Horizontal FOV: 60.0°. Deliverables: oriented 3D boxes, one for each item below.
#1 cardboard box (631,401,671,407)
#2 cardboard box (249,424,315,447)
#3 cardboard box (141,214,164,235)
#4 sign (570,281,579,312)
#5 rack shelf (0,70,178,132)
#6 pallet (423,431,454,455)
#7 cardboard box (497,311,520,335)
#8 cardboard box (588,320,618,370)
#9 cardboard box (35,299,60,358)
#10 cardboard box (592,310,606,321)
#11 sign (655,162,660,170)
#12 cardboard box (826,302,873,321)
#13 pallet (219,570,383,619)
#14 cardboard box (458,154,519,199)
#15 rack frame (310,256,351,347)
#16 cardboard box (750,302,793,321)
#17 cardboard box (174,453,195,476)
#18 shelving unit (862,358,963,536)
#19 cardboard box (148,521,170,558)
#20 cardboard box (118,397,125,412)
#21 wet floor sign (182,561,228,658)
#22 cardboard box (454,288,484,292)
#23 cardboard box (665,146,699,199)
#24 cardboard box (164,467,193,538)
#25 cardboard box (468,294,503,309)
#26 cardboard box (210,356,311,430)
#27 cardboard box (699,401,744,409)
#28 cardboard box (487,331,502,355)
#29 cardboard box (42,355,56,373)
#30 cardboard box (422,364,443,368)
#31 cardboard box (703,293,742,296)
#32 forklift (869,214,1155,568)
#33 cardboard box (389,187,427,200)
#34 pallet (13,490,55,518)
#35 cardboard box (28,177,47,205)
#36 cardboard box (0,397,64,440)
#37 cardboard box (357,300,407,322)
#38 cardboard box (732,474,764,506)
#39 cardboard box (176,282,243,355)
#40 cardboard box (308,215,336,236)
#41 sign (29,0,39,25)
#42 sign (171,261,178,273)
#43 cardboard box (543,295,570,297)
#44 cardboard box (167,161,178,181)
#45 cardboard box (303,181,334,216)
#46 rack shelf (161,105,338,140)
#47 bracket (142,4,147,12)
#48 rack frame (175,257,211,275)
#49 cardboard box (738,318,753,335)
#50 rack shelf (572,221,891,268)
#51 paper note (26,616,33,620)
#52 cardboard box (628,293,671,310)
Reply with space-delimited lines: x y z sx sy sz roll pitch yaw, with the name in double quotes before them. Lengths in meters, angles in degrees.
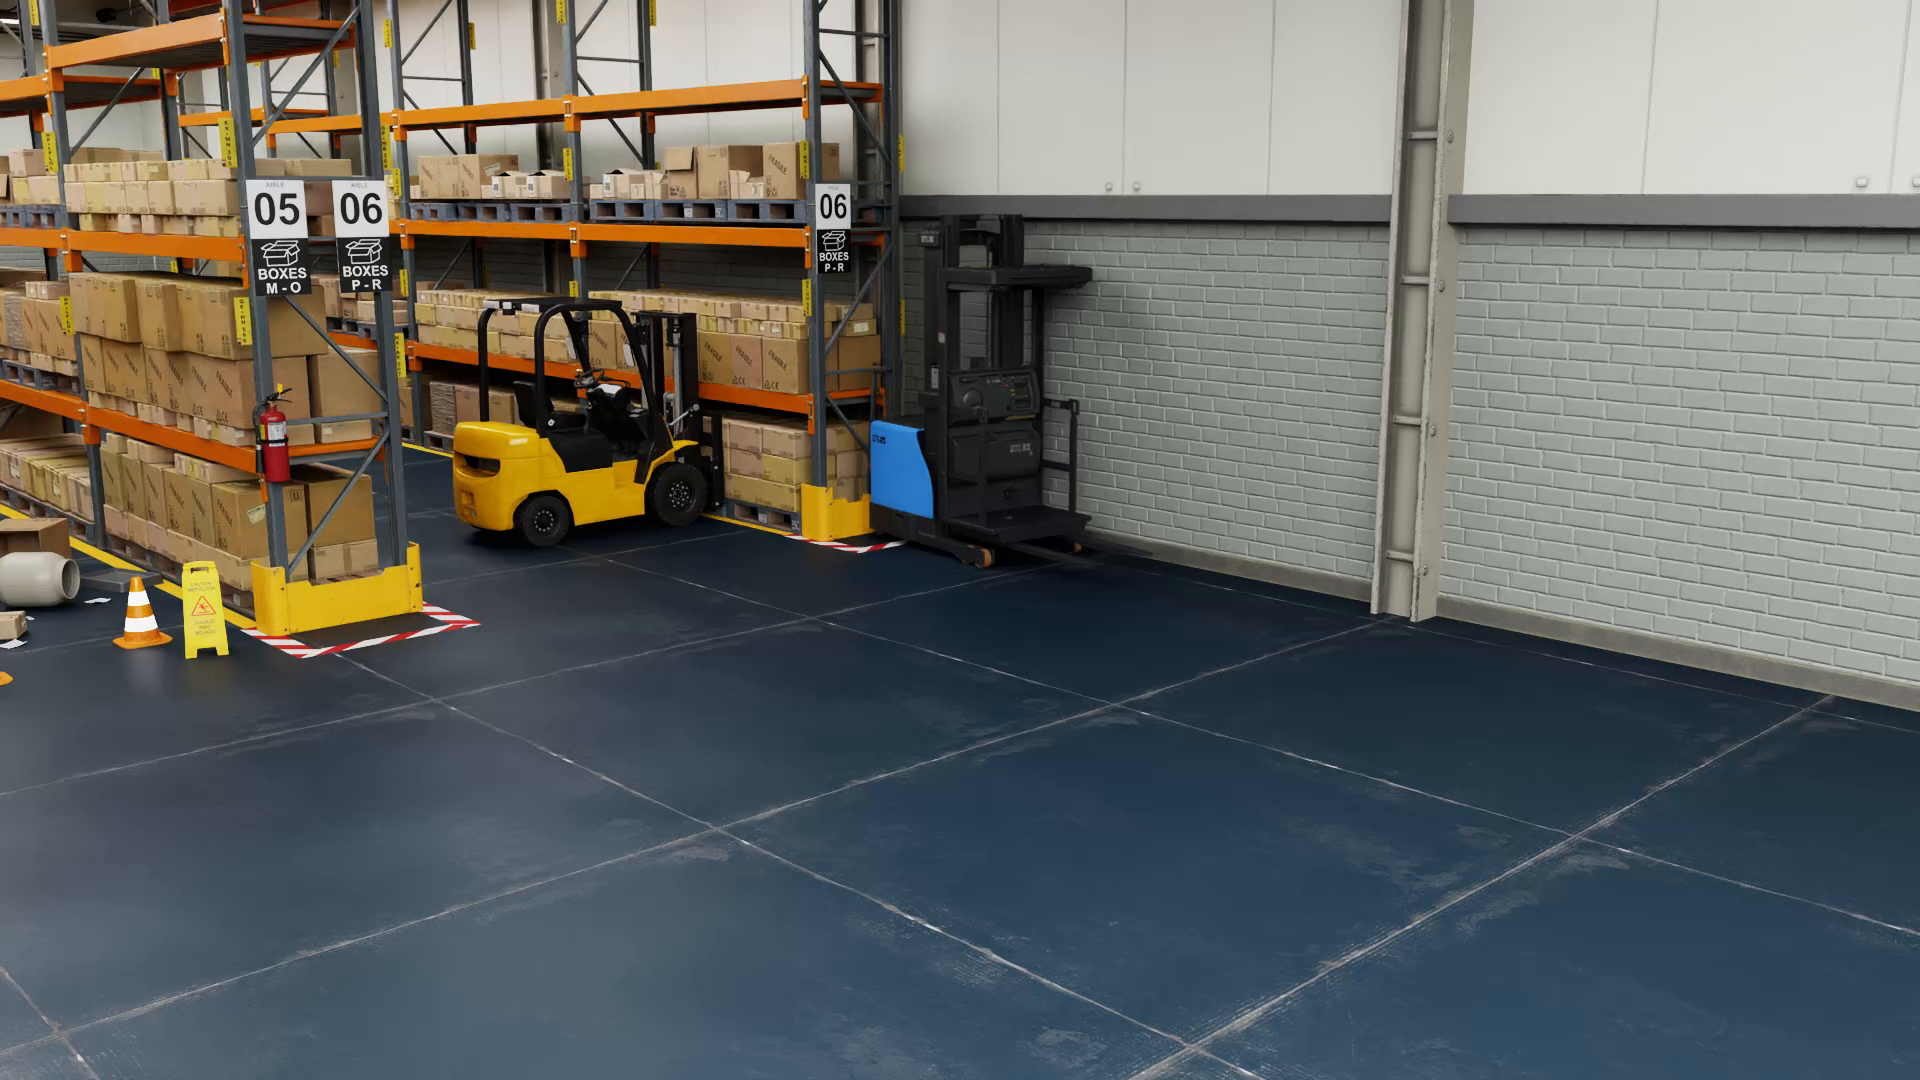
"cardboard box" -3.274 -1.303 17.437 0.500 0.250 0.500 -11 16 -42
"cardboard box" -4.965 -0.770 12.179 0.380 0.149 0.250 -10 15 -41
"cardboard box" -6.094 -2.446 12.877 0.380 0.149 0.250 -11 16 -43
"sign" -4.113 -2.596 17.744 0.100 0.325 0.005 -11 16 -43
"rack shelf" -8.695 -4.134 15.791 1.077 0.370 4.000 -11 16 -43
"pallet" -5.949 -1.237 20.732 1.003 0.211 1.213 -11 16 -43
"cardboard box" -4.960 -2.502 19.092 0.500 0.250 0.500 -10 16 -41
"cardboard box" -3.609 -2.093 17.725 0.500 0.500 0.500 11 16 44
"cardboard box" -8.143 -1.960 15.306 0.500 0.500 0.500 -11 16 -42
"cardboard box" -3.697 -2.428 17.747 0.380 0.149 0.250 -11 16 -43
"sign" -3.327 -3.983 18.240 0.100 0.325 0.005 -11 16 -43
"cardboard box" -1.042 -2.152 15.670 0.380 0.149 0.250 -11 16 -44
"pallet" -5.140 0.362 12.968 1.003 0.211 1.213 -11 16 -43
"cardboard box" -5.462 -4.213 19.296 0.500 0.500 0.500 -10 16 -41
"rack frame" -9.252 -3.312 23.893 1.000 3.000 0.127 -11 16 -43
"cardboard box" -1.757 -2.162 15.719 0.380 0.149 0.250 -10 16 -41
"cardboard box" -5.948 -0.613 13.101 0.380 0.149 0.250 -10 15 -40
"shelving unit" -0.298 -0.898 15.722 1.083 1.500 0.587 11 14 29
"cardboard box" -6.357 -0.034 13.756 0.500 0.250 0.500 -11 16 -43
"cardboard box" -6.911 -1.175 14.140 0.380 0.149 0.250 -11 16 -43
"wet floor sign" -5.195 0.461 11.412 0.267 0.644 0.232 -5 13 -23
"cardboard box" -6.118 -3.076 20.891 0.380 0.149 0.250 -10 15 -41
"cardboard box" -2.458 -3.620 16.410 0.797 0.503 0.637 -10 15 -41
"cardboard box" -6.000 -0.326 13.313 0.500 0.500 0.500 11 16 44
"cardboard box" -5.583 -2.821 19.652 0.380 0.149 0.250 -10 16 -41
"cardboard box" -5.126 -1.104 12.191 0.500 0.500 0.500 -11 16 -44
"cardboard box" -2.547 -1.301 17.427 0.500 0.250 0.500 -11 16 -42
"cardboard box" -5.298 -2.332 19.507 0.500 0.250 0.500 -10 15 -41
"cardboard box" -8.243 -1.645 15.384 0.380 0.149 0.250 -11 16 -43
"cardboard box" -7.138 -2.267 22.368 0.250 0.149 0.380 11 16 43
"cardboard box" -2.427 -2.461 17.170 0.380 0.149 0.250 -11 16 -43
"forklift" 0.432 -1.305 14.323 1.130 2.935 3.031 -8 14 -35
"cardboard box" -6.908 -4.338 20.821 0.380 0.149 0.250 -10 16 -41
"pallet" -8.700 -0.378 16.563 1.003 0.211 1.213 -11 16 -43
"cardboard box" -8.168 -3.193 15.214 0.500 0.250 0.500 -11 16 -42
"cardboard box" -10.494 -1.314 18.417 0.875 0.875 0.875 -11 16 -43
"cardboard box" -7.452 -2.970 21.561 0.500 0.250 0.500 11 16 42
"cardboard box" -1.854 -0.518 16.106 0.500 0.250 0.500 -11 16 -43
"cardboard box" -5.407 -1.672 12.470 0.700 0.500 0.500 -11 16 -42
"cardboard box" -4.546 -2.308 12.210 0.380 0.149 0.250 -11 16 -42
"sign" -9.691 -5.548 17.366 0.100 0.325 0.005 -11 16 -43
"sign" -12.406 -4.244 26.272 0.100 0.325 0.005 -11 16 -43
"cardboard box" -4.657 -2.786 19.484 0.380 0.149 0.250 -11 16 -43
"cardboard box" -5.802 -2.814 12.688 0.250 0.149 0.380 11 16 44
"cardboard box" -4.707 -2.521 12.252 0.500 0.250 0.500 -11 16 -44
"rack shelf" -10.633 -6.188 24.778 1.077 0.370 4.000 -11 16 -43
"bracket" -13.767 -9.128 28.332 0.235 0.232 0.430 -11 16 -43
"rack frame" -12.014 -3.896 26.727 1.000 3.000 0.127 -11 16 -43
"cardboard box" -1.902 -2.056 15.943 0.380 0.149 0.250 -11 16 -43
"rack shelf" -2.346 -2.970 16.580 1.077 0.370 4.000 -11 16 -43
"paper note" -6.941 0.582 12.403 0.032 0.001 0.123 -11 16 -43
"cardboard box" -3.189 -2.456 17.144 0.380 0.149 0.250 -10 16 -41
